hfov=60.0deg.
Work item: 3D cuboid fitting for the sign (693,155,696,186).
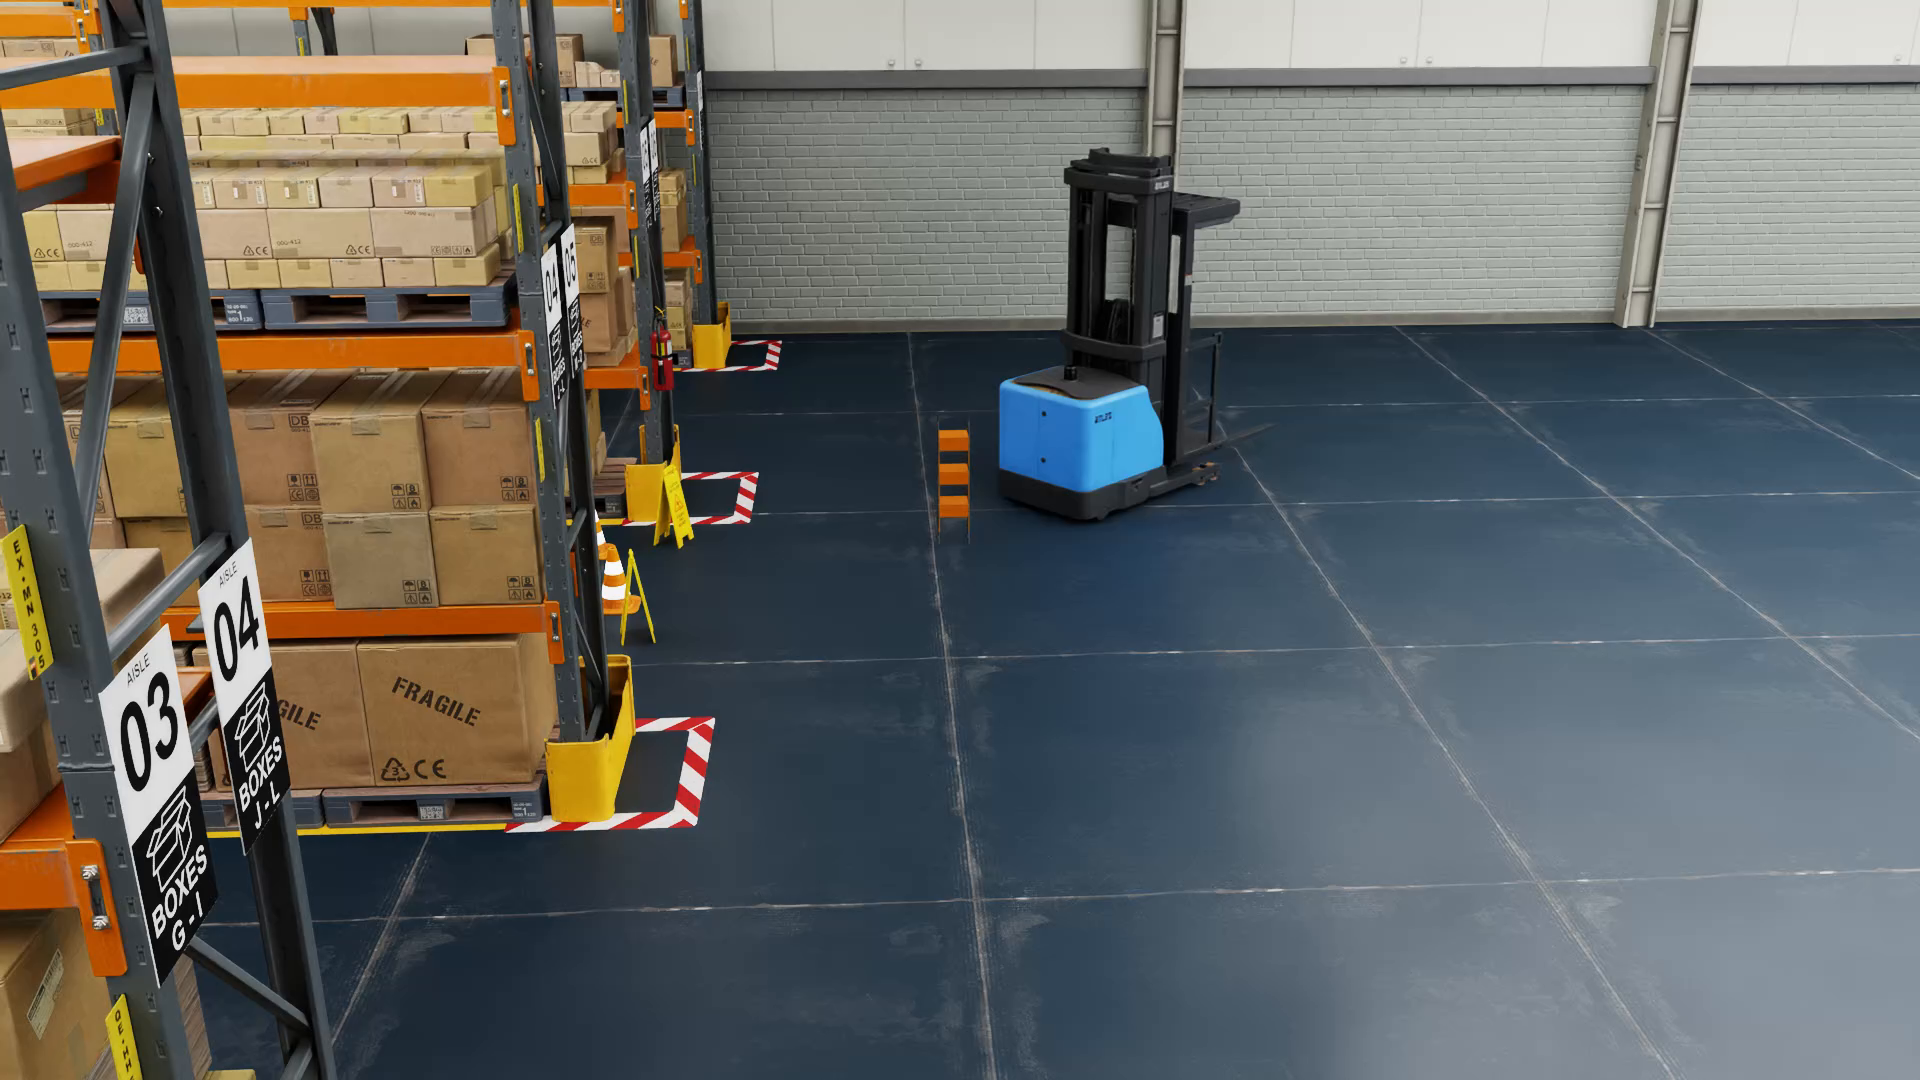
[{"bbox_3d":[-2.860,-3.988,17.921,0.005,0.325,0.100,-1,21,-3],"label":"sign"}]

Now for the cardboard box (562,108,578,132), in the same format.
[{"bbox_3d":[-3.170,-3.320,13.143,0.250,0.149,0.380,-1,21,-2],"label":"cardboard box"}]

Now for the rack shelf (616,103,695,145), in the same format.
[{"bbox_3d":[-4.873,-4.555,18.163,4.000,0.370,1.077,-1,21,-3],"label":"rack shelf"}]

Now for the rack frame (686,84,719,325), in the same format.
[{"bbox_3d":[-2.877,-3.530,18.676,0.127,3.000,1.000,-1,21,-3],"label":"rack frame"}]

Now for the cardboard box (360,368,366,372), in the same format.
[{"bbox_3d":[-4.973,-1.483,13.653,0.250,0.149,0.380,-1,21,-3],"label":"cardboard box"}]

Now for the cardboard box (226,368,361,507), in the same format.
[{"bbox_3d":[-3.690,-0.584,9.211,0.550,0.550,0.875,-1,21,-3],"label":"cardboard box"}]

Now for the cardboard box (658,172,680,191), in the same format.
[{"bbox_3d":[-3.222,-3.936,18.274,0.250,0.149,0.380,-1,21,-3],"label":"cardboard box"}]

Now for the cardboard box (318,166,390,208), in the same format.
[{"bbox_3d":[-3.028,-1.773,8.348,0.250,0.149,0.380,-1,21,-2],"label":"cardboard box"}]

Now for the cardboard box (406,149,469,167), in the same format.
[{"bbox_3d":[-2.808,-2.012,8.975,0.250,0.149,0.380,-1,21,-3],"label":"cardboard box"}]

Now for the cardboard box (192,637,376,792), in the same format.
[{"bbox_3d":[-3.758,0.843,9.588,0.875,0.875,0.875,-1,21,-4],"label":"cardboard box"}]

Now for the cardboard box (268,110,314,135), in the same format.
[{"bbox_3d":[-5.219,-3.269,13.009,0.250,0.149,0.380,-2,21,-5],"label":"cardboard box"}]

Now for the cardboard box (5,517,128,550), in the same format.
[{"bbox_3d":[-4.738,0.001,9.192,0.550,0.550,0.875,-1,21,-3],"label":"cardboard box"}]

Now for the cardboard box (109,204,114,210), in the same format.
[{"bbox_3d":[-4.046,-1.752,8.292,0.250,0.149,0.380,-1,21,-3],"label":"cardboard box"}]

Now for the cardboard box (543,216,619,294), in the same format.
[{"bbox_3d":[-3.087,-2.331,13.565,0.500,0.500,0.700,-2,21,-4],"label":"cardboard box"}]

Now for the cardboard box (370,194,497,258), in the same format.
[{"bbox_3d":[-2.679,-1.615,8.492,0.500,0.250,0.500,-1,21,-2],"label":"cardboard box"}]

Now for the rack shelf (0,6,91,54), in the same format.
[{"bbox_3d":[-8.580,-3.925,12.856,4.000,0.370,1.077,-1,21,-3],"label":"rack shelf"}]

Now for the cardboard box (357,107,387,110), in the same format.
[{"bbox_3d":[-4.737,-3.492,13.593,0.250,0.149,0.380,-1,21,-2],"label":"cardboard box"}]

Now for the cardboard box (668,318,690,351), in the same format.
[{"bbox_3d":[-3.328,-2.319,18.771,0.500,0.250,0.500,-1,21,-3],"label":"cardboard box"}]

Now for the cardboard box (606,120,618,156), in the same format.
[{"bbox_3d":[-3.107,-3.322,13.707,0.500,0.250,0.500,-2,21,-4],"label":"cardboard box"}]

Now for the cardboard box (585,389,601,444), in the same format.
[{"bbox_3d":[-3.434,-1.109,14.539,0.500,0.500,0.500,-2,21,-5],"label":"cardboard box"}]

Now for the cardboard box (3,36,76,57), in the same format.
[{"bbox_3d":[-9.629,-5.033,17.537,0.500,0.500,0.700,-2,21,-4],"label":"cardboard box"}]

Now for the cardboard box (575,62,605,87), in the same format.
[{"bbox_3d":[-3.940,-4.982,17.732,0.258,0.266,0.396,-1,21,-3],"label":"cardboard box"}]

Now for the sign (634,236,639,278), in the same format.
[{"bbox_3d":[-2.578,-2.258,13.264,0.005,0.325,0.100,-1,21,-3],"label":"sign"}]

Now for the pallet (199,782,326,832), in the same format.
[{"bbox_3d":[-4.215,1.361,9.750,1.213,0.211,1.003,-1,21,-3],"label":"pallet"}]

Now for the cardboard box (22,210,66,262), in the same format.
[{"bbox_3d":[-4.688,-1.574,8.386,0.500,0.250,0.500,-1,21,-4],"label":"cardboard box"}]

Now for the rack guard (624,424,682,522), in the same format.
[{"bbox_3d":[-2.666,-0.597,14.485,0.348,0.500,1.175,-1,21,-3],"label":"rack guard"}]

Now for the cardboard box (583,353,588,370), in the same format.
[{"bbox_3d":[-3.197,-1.521,13.753,0.250,0.149,0.380,-1,21,-4],"label":"cardboard box"}]

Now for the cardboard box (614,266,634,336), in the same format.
[{"bbox_3d":[-3.078,-2.041,14.208,0.500,0.500,0.500,-1,21,-4],"label":"cardboard box"}]

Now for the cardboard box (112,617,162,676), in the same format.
[{"bbox_3d":[-2.520,0.340,4.507,0.500,0.250,0.500,-1,21,-1],"label":"cardboard box"}]

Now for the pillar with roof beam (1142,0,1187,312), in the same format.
[{"bbox_3d":[2.613,-5.232,14.716,0.400,9.000,9.100,-1,21,-3],"label":"pillar with roof beam"}]

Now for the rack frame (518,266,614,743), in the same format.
[{"bbox_3d":[-2.206,-0.010,9.432,0.127,3.000,1.000,-1,21,-3],"label":"rack frame"}]

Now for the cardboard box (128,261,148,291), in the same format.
[{"bbox_3d":[-4.042,-1.380,8.435,0.250,0.149,0.380,-1,21,-2],"label":"cardboard box"}]

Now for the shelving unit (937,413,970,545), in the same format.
[{"bbox_3d":[-0.053,-0.490,13.431,0.252,1.050,0.215,-1,21,-3],"label":"shelving unit"}]

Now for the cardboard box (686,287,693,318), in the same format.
[{"bbox_3d":[-3.358,-2.739,19.170,0.500,0.250,0.500,-1,21,-2],"label":"cardboard box"}]

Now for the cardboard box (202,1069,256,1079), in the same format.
[{"bbox_3d":[-2.322,1.792,5.050,0.250,0.149,0.380,-1,21,-3],"label":"cardboard box"}]

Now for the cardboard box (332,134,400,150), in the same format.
[{"bbox_3d":[-4.609,-3.098,13.119,0.500,0.250,0.500,-1,21,-3],"label":"cardboard box"}]

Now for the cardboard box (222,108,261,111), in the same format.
[{"bbox_3d":[-5.759,-3.432,13.437,0.250,0.149,0.380,-1,21,-2],"label":"cardboard box"}]

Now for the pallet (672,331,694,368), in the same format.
[{"bbox_3d":[-3.638,-2.196,19.092,1.213,0.211,1.003,-1,21,-3],"label":"pallet"}]

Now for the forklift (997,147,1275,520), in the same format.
[{"bbox_3d":[1.717,-1.969,14.674,1.130,2.935,3.031,19,28,41],"label":"forklift"}]

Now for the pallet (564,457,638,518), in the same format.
[{"bbox_3d":[-3.479,-0.458,14.527,1.213,0.211,1.003,-1,21,-3],"label":"pallet"}]

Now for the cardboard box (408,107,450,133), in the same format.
[{"bbox_3d":[-4.187,-3.323,13.150,0.250,0.149,0.380,-2,21,-5],"label":"cardboard box"}]

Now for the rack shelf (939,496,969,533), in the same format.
[{"bbox_3d":[-0.053,-0.220,13.534,0.240,0.259,0.215,-1,21,-3],"label":"rack shelf"}]

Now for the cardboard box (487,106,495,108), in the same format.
[{"bbox_3d":[-3.715,-3.516,13.657,0.250,0.149,0.380,-1,21,-3],"label":"cardboard box"}]

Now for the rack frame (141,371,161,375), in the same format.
[{"bbox_3d":[-6.583,-1.685,13.831,0.127,3.000,1.000,-1,21,-3],"label":"rack frame"}]

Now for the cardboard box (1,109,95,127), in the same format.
[{"bbox_3d":[-7.155,-3.390,13.011,0.500,0.250,0.500,-1,21,-2],"label":"cardboard box"}]

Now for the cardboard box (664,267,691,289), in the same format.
[{"bbox_3d":[-3.367,-2.966,19.063,0.500,0.250,0.500,-1,21,-4],"label":"cardboard box"}]

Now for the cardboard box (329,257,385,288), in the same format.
[{"bbox_3d":[-3.027,-1.400,8.489,0.250,0.149,0.380,-1,21,-2],"label":"cardboard box"}]

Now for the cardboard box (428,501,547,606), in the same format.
[{"bbox_3d":[-2.574,-0.057,9.343,0.550,0.550,0.875,-1,21,-3],"label":"cardboard box"}]

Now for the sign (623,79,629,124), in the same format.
[{"bbox_3d":[-2.578,-3.384,12.835,0.005,0.325,0.100,-1,21,-3],"label":"sign"}]

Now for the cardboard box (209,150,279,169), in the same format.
[{"bbox_3d":[-3.827,-1.991,8.921,0.250,0.149,0.380,-1,21,-4],"label":"cardboard box"}]

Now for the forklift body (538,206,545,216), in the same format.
[{"bbox_3d":[-4.666,-2.446,17.024,1.214,2.155,2.313,-1,21,-3],"label":"forklift body"}]

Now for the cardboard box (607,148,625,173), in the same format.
[{"bbox_3d":[-2.939,-3.159,13.841,0.250,0.149,0.380,-1,21,-3],"label":"cardboard box"}]

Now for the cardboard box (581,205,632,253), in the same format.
[{"bbox_3d":[-3.872,-3.466,18.368,0.500,0.500,0.500,-1,21,-1],"label":"cardboard box"}]

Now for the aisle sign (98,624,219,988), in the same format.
[{"bbox_3d":[-1.945,0.644,4.059,0.004,0.787,0.394,-1,21,-3],"label":"aisle sign"}]

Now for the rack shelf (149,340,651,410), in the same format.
[{"bbox_3d":[-4.586,-1.390,14.066,4.000,0.370,1.077,-1,21,-3],"label":"rack shelf"}]

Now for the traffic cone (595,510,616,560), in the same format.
[{"bbox_3d":[-2.945,-0.114,13.270,0.334,0.463,0.336,-1,21,-3],"label":"traffic cone"}]
